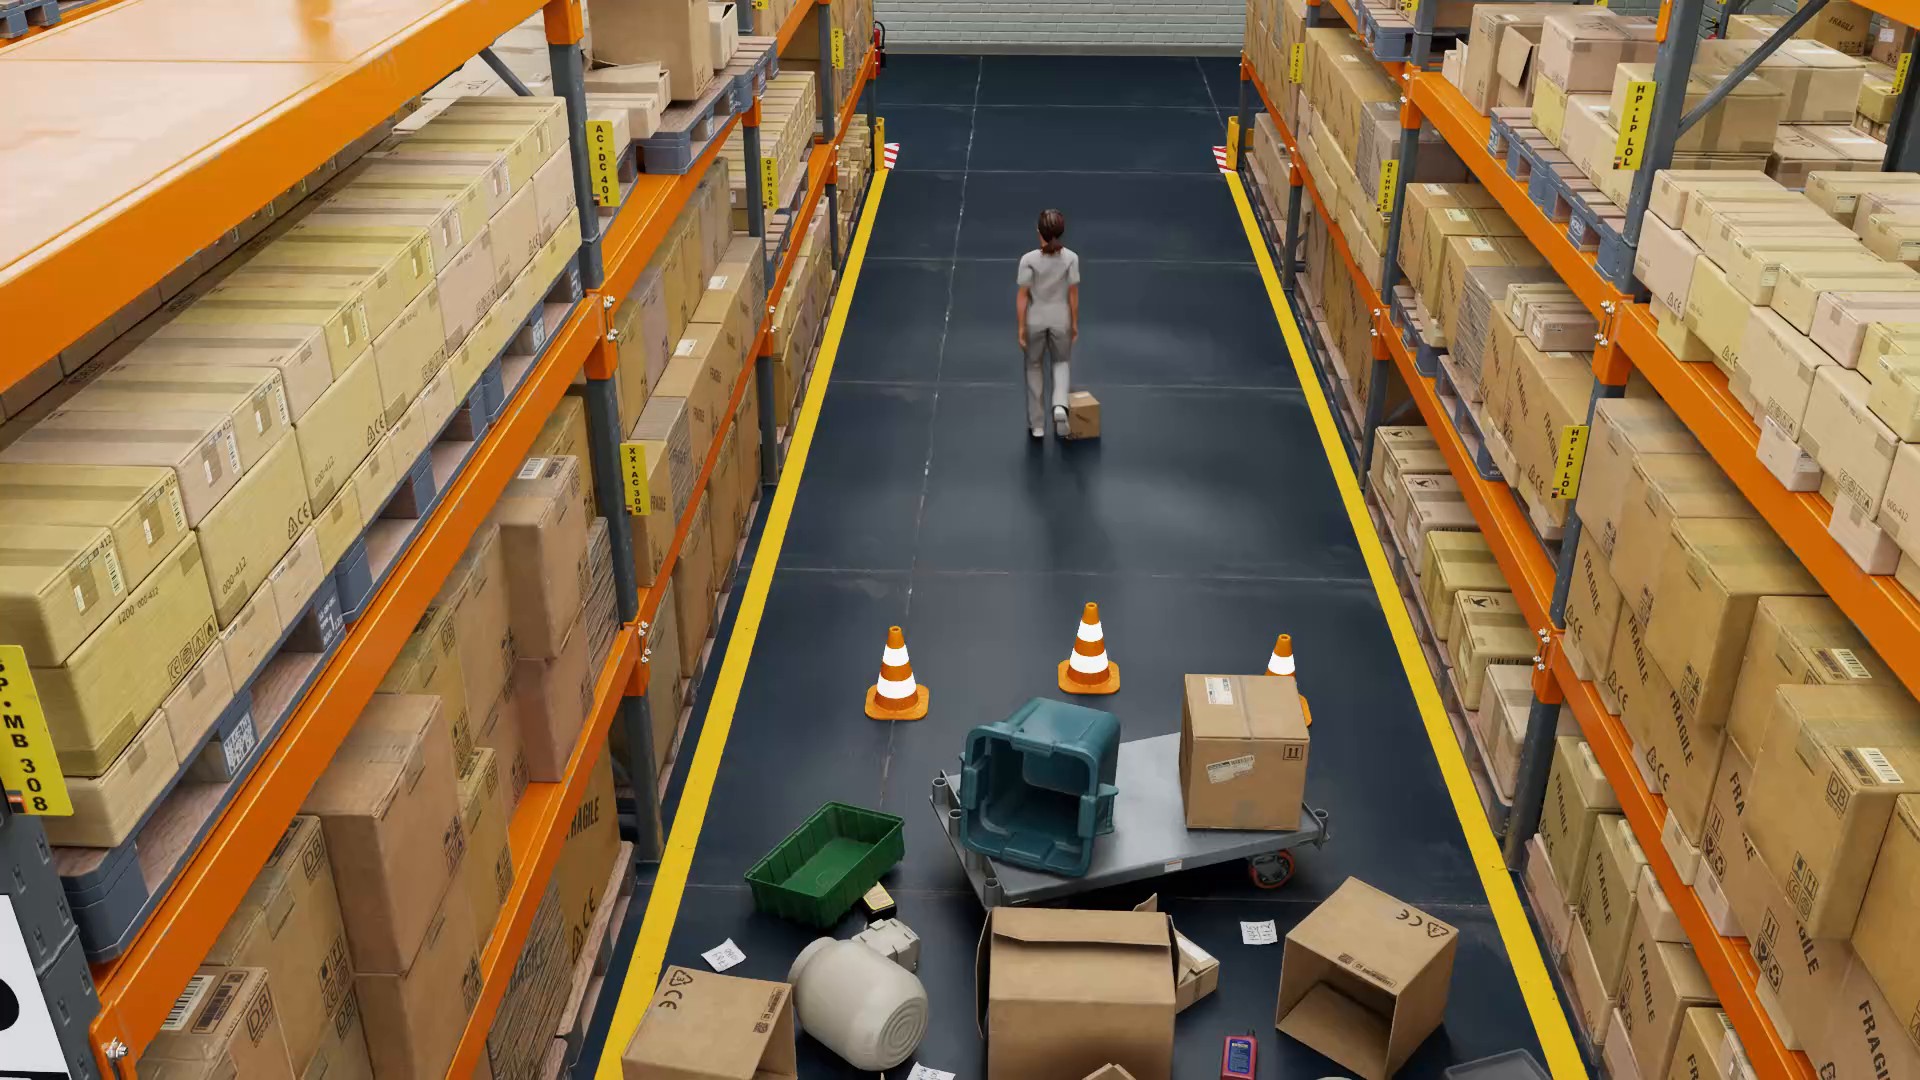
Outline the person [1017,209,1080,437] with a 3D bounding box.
[{"bbox_3d":[0.608,-1.485,11.579,0.440,1.660,0.526,-3,28,-6],"label":"person"}]
